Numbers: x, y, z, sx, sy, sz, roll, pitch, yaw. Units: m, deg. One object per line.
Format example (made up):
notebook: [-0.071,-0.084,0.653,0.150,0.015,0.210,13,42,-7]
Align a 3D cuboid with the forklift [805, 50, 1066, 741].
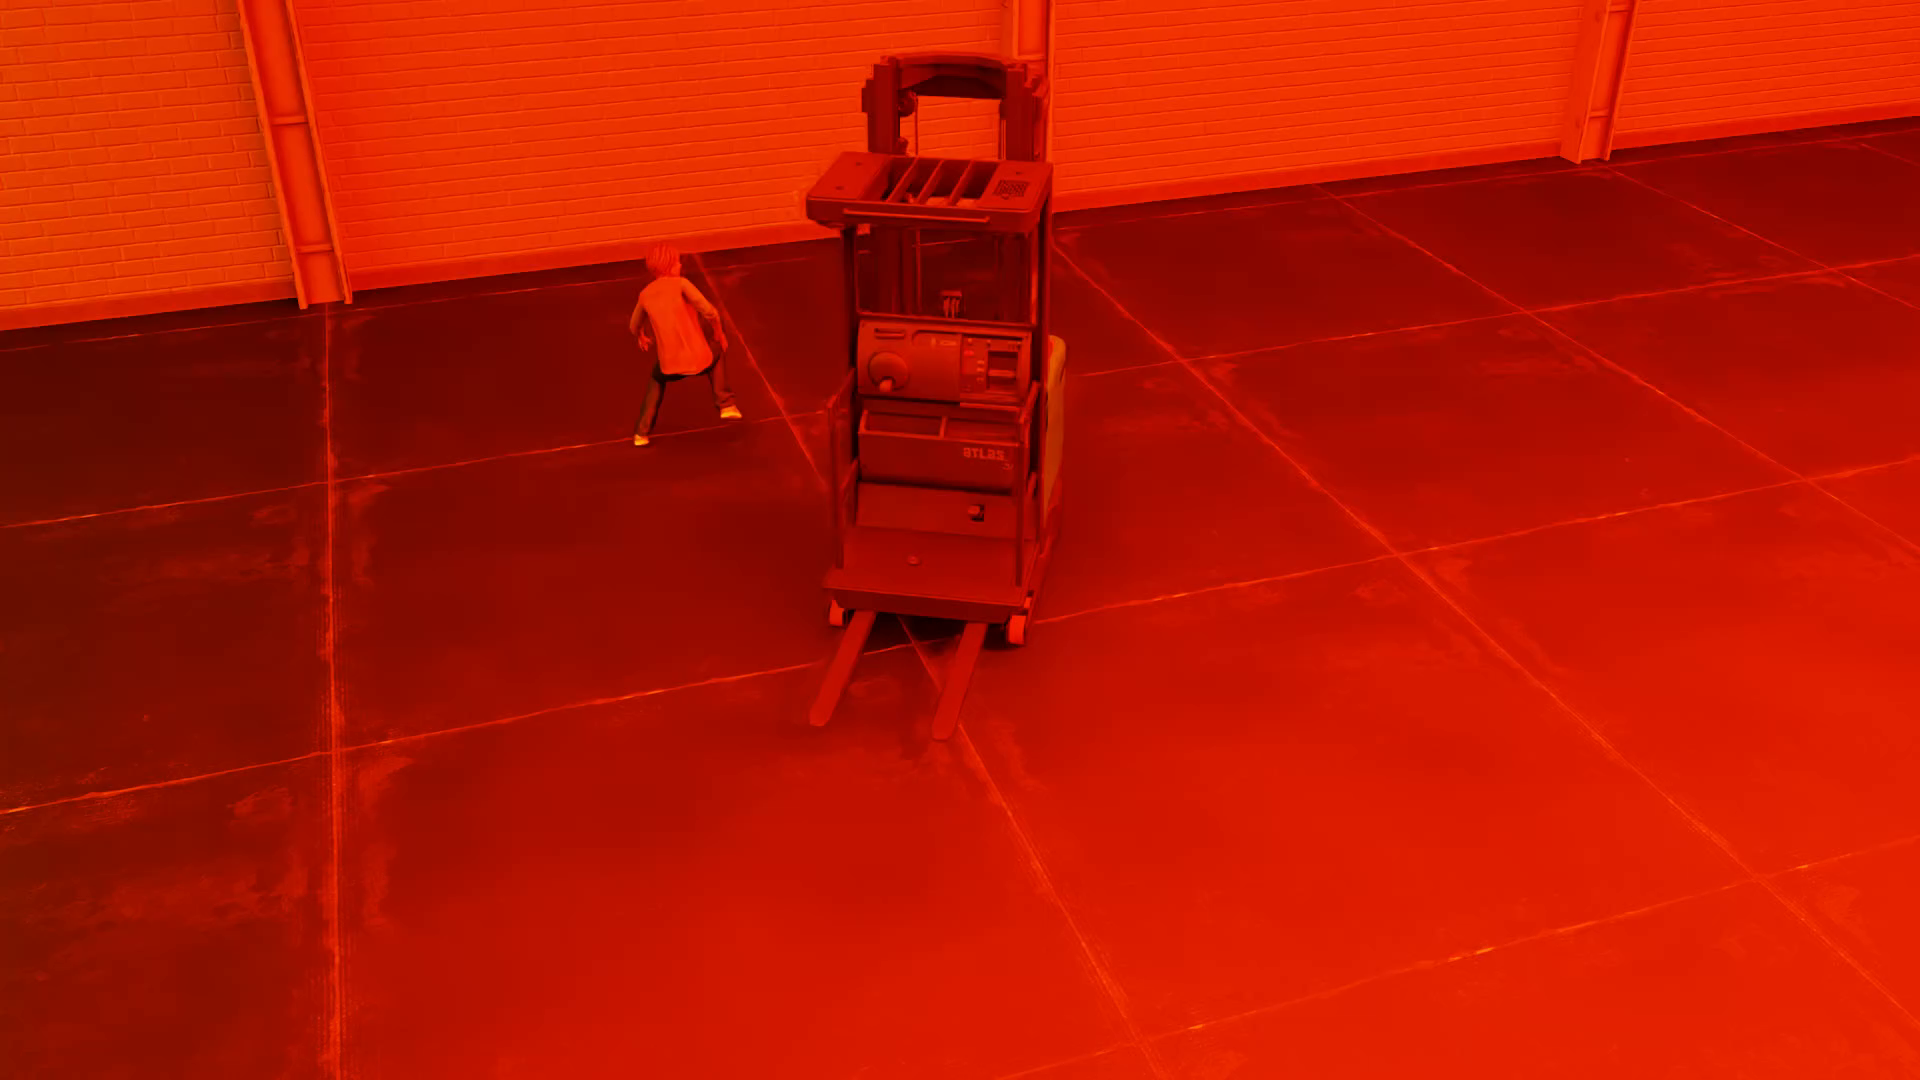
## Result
forklift: [-0.123,-0.897,8.645,1.130,2.935,3.031,5,30,9]

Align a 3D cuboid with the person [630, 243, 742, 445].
person: [-1.842,-1.261,10.907,0.722,1.384,0.603,1,30,2]
